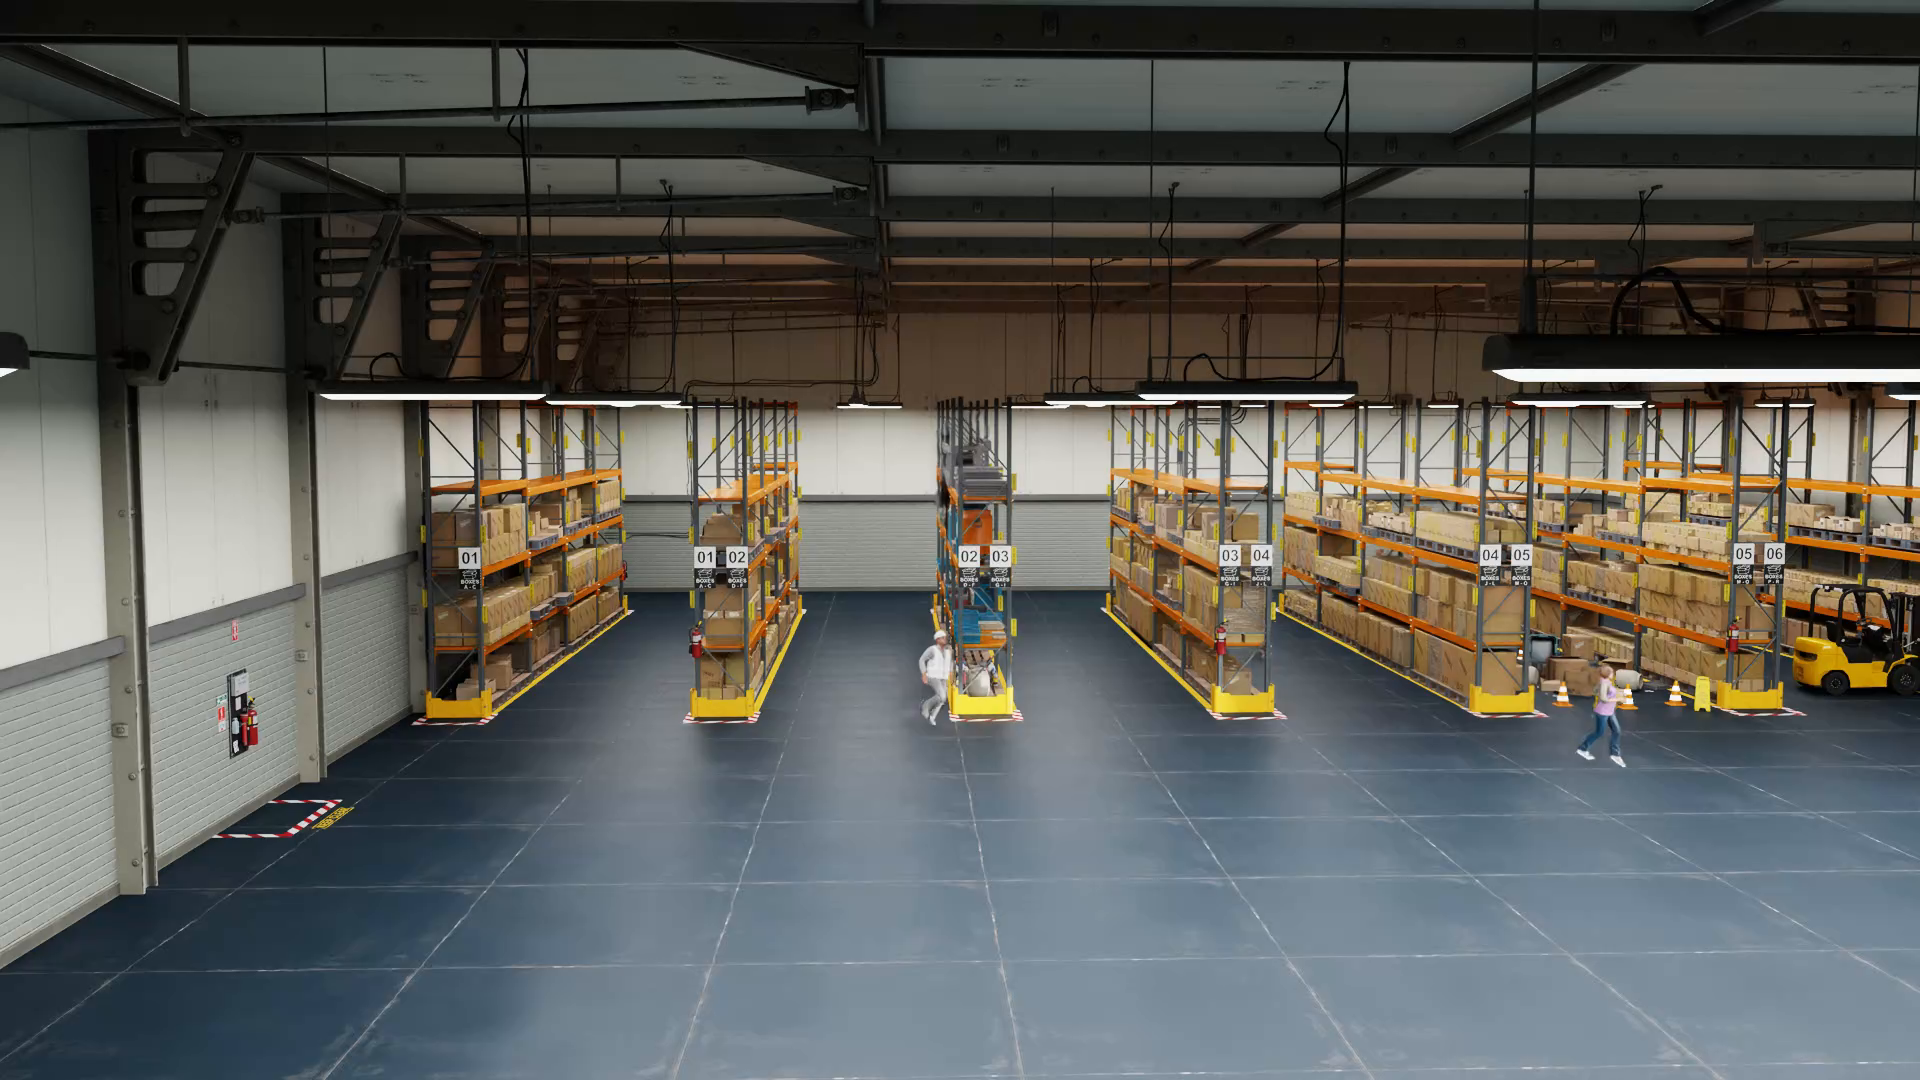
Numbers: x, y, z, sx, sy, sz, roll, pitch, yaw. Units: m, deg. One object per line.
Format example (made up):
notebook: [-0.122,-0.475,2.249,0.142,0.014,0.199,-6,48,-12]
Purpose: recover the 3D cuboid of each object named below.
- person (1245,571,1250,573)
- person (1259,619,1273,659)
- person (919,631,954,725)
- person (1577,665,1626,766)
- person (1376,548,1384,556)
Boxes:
person: [7.949,1.199,47.021,0.725,1.758,0.978,2,5,21]
person: [7.027,1.949,38.733,0.568,1.571,0.738,0,4,-6]
person: [-0.350,2.520,30.474,0.684,1.700,0.534,-4,6,-39]
person: [10.417,2.840,26.956,0.751,1.645,0.522,3,5,35]
person: [12.328,1.078,49.133,0.668,1.691,0.668,0,4,0]
